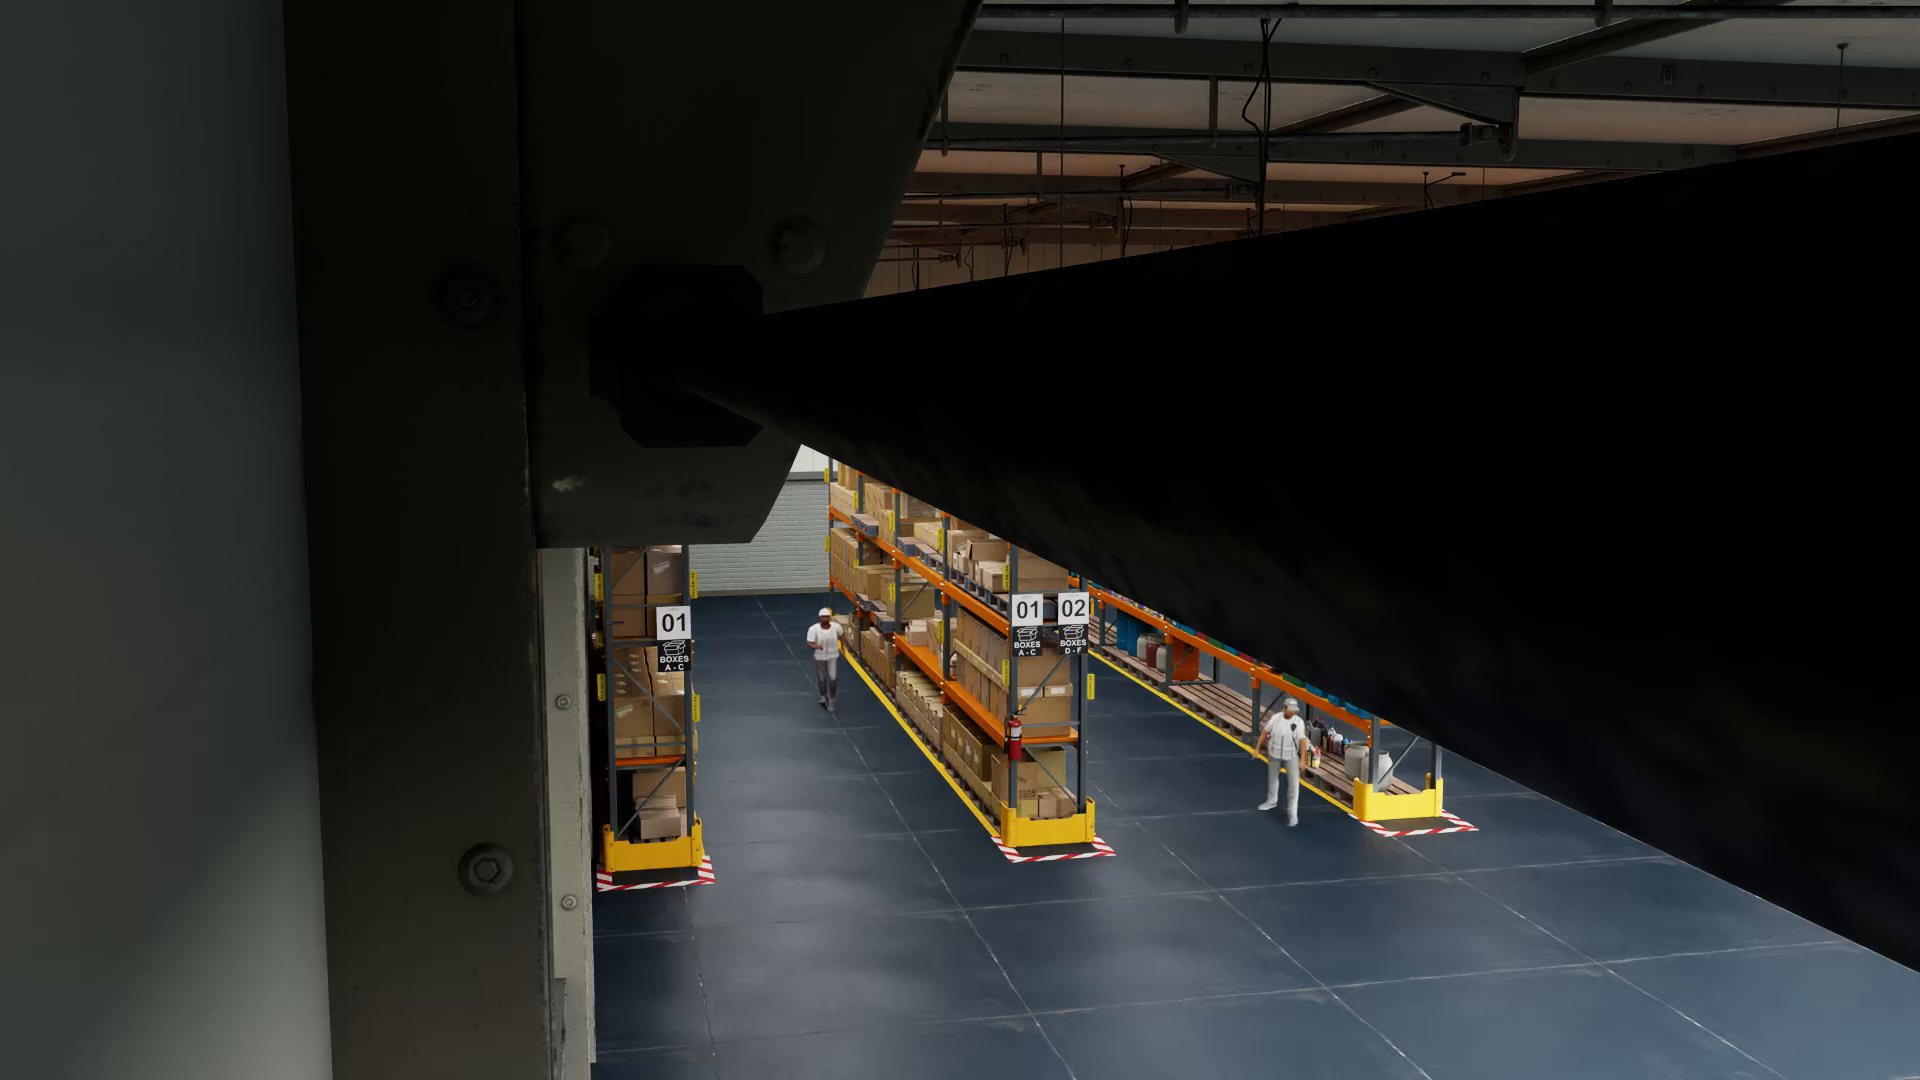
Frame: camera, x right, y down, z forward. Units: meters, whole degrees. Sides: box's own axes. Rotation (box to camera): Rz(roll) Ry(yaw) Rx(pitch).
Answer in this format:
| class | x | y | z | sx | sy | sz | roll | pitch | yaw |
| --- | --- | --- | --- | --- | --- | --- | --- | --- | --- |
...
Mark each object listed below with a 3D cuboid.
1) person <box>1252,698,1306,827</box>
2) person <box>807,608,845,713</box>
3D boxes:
| class | x | y | z | sx | sy | sz | roll | pitch | yaw |
| --- | --- | --- | --- | --- | --- | --- | --- | --- | --- |
| person | 4.251 | 2.895 | 22.160 | 0.692 | 1.644 | 0.770 | 3 | 7 | 21 |
| person | -2.304 | 2.064 | 28.650 | 0.664 | 1.812 | 0.830 | -1 | 7 | -6 |
